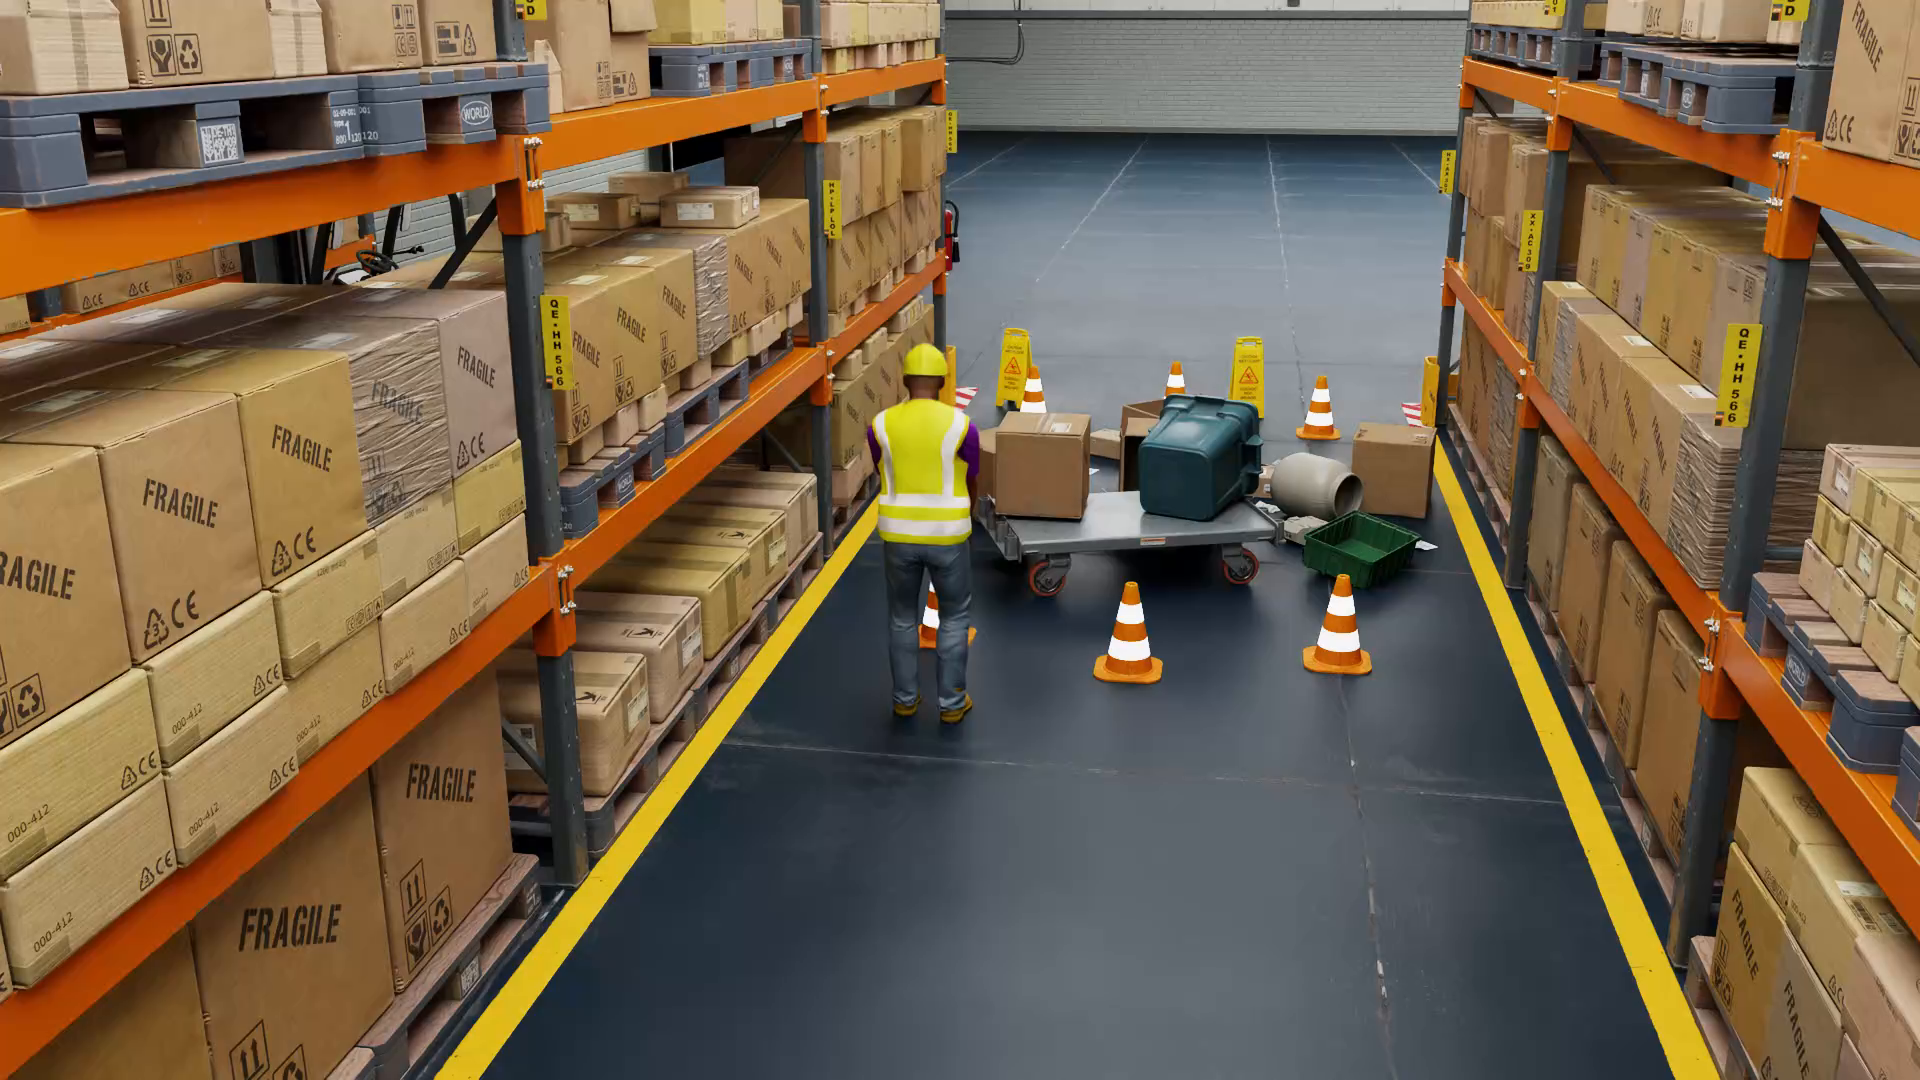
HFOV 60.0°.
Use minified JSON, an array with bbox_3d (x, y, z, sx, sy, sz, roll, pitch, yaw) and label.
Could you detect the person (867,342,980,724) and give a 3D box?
[{"bbox_3d":[-0.158,-0.044,7.687,0.503,1.743,0.591,3,18,8],"label":"person"}]
